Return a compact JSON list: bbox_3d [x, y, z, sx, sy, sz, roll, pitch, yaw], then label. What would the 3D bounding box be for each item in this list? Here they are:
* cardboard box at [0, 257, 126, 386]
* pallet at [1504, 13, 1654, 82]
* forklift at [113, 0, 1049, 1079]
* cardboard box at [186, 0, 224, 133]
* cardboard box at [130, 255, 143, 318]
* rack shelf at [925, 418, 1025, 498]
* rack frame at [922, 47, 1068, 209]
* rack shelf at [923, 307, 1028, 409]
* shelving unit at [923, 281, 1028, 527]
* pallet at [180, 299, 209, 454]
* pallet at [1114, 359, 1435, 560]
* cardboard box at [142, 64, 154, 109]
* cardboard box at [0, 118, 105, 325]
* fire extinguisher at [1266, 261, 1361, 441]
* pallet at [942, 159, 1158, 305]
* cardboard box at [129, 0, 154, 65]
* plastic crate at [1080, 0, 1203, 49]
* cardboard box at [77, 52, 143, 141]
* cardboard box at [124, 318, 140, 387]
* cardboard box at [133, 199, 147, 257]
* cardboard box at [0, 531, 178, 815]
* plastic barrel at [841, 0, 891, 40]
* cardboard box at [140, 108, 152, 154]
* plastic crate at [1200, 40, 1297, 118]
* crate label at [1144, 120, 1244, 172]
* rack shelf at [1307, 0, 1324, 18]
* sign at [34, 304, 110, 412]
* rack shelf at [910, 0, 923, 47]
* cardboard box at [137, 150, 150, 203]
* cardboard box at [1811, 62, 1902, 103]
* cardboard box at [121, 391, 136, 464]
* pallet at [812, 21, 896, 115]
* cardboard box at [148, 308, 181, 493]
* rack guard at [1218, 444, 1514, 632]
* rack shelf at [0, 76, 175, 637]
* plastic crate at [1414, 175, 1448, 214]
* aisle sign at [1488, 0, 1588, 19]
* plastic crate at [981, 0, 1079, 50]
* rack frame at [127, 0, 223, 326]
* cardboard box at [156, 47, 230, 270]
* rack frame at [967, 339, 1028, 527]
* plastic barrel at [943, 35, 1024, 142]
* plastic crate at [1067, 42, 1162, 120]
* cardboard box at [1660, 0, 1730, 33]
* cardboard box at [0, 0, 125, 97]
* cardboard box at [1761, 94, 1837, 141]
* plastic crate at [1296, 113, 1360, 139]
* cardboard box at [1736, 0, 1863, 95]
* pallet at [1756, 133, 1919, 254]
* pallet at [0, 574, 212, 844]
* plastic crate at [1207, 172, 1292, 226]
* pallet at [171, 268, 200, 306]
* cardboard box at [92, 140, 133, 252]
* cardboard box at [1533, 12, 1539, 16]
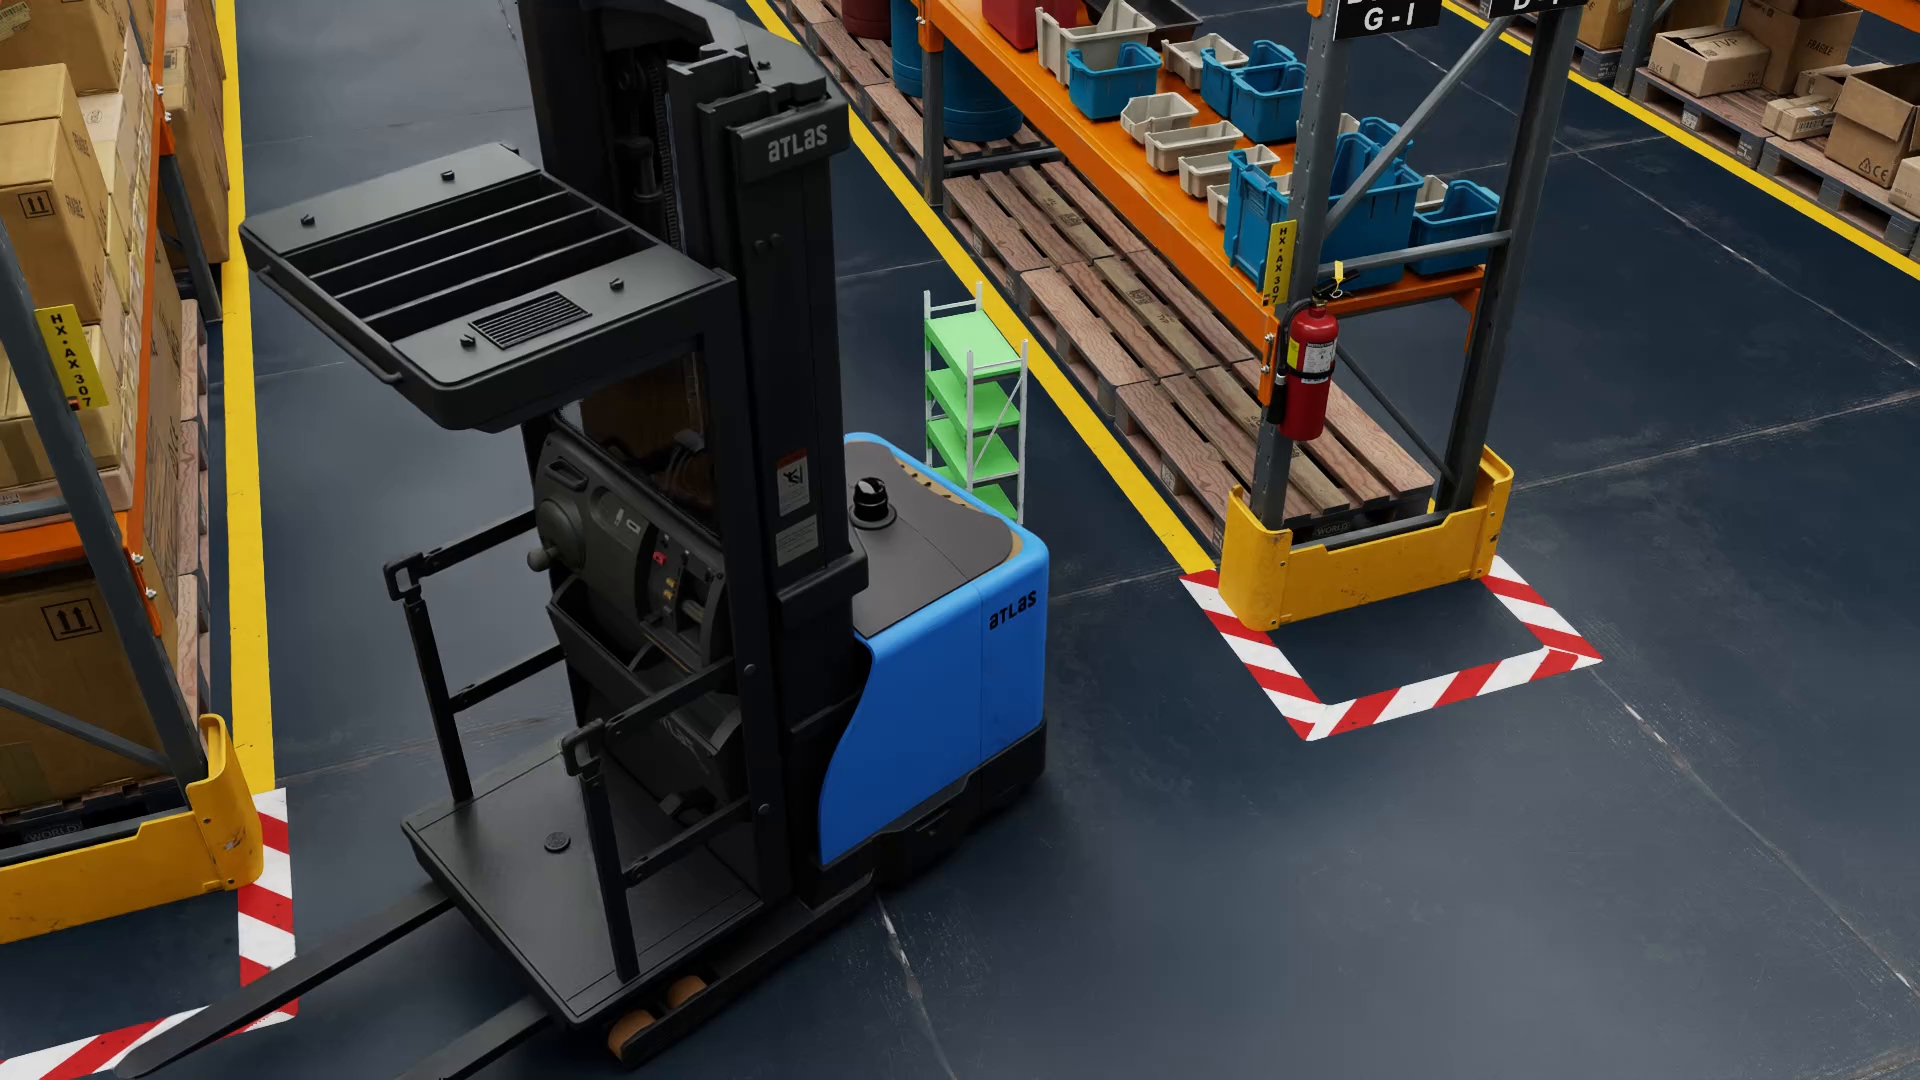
[{"bbox_3d":[-3.098,-0.695,5.557,0.500,0.250,0.500,-13,39,-16],"label":"cardboard box"},{"bbox_3d":[4.610,-3.663,11.938,1.003,0.211,1.213,-12,39,-16],"label":"pallet"},{"bbox_3d":[-1.120,0.083,4.704,3.031,2.935,1.130,-29,46,-33],"label":"forklift"},{"bbox_3d":[-5.236,-2.956,10.098,1.225,0.875,0.875,-12,39,-16],"label":"cardboard box"},{"bbox_3d":[-3.258,-0.911,6.175,0.380,0.149,0.250,-13,39,-16],"label":"cardboard box"},{"bbox_3d":[0.057,-0.335,6.803,0.258,0.148,0.480,-12,39,-16],"label":"rack shelf"},{"bbox_3d":[0.273,-3.302,9.141,1.000,3.000,0.127,-12,39,-16],"label":"rack frame"},{"bbox_3d":[0.057,-0.718,6.515,0.258,0.148,0.480,-12,39,-16],"label":"rack shelf"},{"bbox_3d":[0.057,-0.386,6.765,0.258,1.200,0.503,-12,39,-16],"label":"shelving unit"},{"bbox_3d":[-4.189,-0.717,8.026,1.003,0.211,1.213,-12,39,-16],"label":"pallet"},{"bbox_3d":[1.402,-0.402,7.609,1.003,0.211,1.213,-12,39,-16],"label":"pallet"},{"bbox_3d":[-3.965,-2.072,7.716,0.380,0.149,0.250,-12,39,-16],"label":"cardboard box"},{"bbox_3d":[-3.085,-0.985,5.318,0.500,0.500,0.500,-13,39,-17],"label":"cardboard box"},{"bbox_3d":[1.275,-0.683,6.038,0.296,0.674,0.183,-12,39,-16],"label":"fire extinguisher"},{"bbox_3d":[0.563,-1.781,9.439,1.003,0.211,1.213,-12,39,-16],"label":"pallet"},{"bbox_3d":[-4.301,-2.628,8.163,0.500,0.500,0.500,-12,39,-16],"label":"cardboard box"},{"bbox_3d":[0.911,-2.639,8.440,0.437,0.125,0.590,-12,39,-16],"label":"plastic crate"},{"bbox_3d":[-3.799,-1.849,7.088,0.500,0.250,0.500,-11,38,-15],"label":"cardboard box"},{"bbox_3d":[-3.082,-0.622,5.791,0.380,0.149,0.250,-13,39,-17],"label":"cardboard box"},{"bbox_3d":[-3.436,-1.202,6.561,0.380,0.149,0.250,-12,39,-15],"label":"cardboard box"},{"bbox_3d":[-3.296,0.319,5.750,0.875,0.875,0.875,-12,39,-16],"label":"cardboard box"},{"bbox_3d":[-0.530,-3.855,11.530,0.600,0.588,0.708,-12,39,-16],"label":"plastic barrel"},{"bbox_3d":[-3.788,-1.781,7.331,0.380,0.149,0.250,-13,39,-17],"label":"cardboard box"},{"bbox_3d":[1.317,-2.120,7.661,0.416,0.233,0.300,-12,39,-16],"label":"plastic crate"},{"bbox_3d":[0.994,-1.703,7.187,0.396,0.136,0.243,-12,39,-16],"label":"crate label"},{"bbox_3d":[0.961,-3.083,6.955,1.077,0.370,4.000,-12,39,-16],"label":"rack shelf"},{"bbox_3d":[-2.478,-0.506,4.643,0.100,0.325,0.005,-12,39,-16],"label":"sign"},{"bbox_3d":[-0.415,-4.144,10.857,1.077,0.370,4.000,-12,39,-16],"label":"rack shelf"},{"bbox_3d":[-3.610,-1.490,6.944,0.380,0.149,0.250,-12,39,-15],"label":"cardboard box"},{"bbox_3d":[5.646,-2.740,10.264,0.500,0.311,0.500,-12,39,-16],"label":"cardboard box"},{"bbox_3d":[-2.903,-0.330,5.404,0.380,0.149,0.250,-13,39,-17],"label":"cardboard box"},{"bbox_3d":[-0.377,-3.323,11.486,1.003,0.211,1.213,-12,39,-16],"label":"pallet"},{"bbox_3d":[-3.916,-0.698,7.100,0.875,0.875,0.875,-12,39,-16],"label":"cardboard box"},{"bbox_3d":[1.670,-0.033,6.878,1.175,0.500,0.348,-12,39,-16],"label":"rack guard"},{"bbox_3d":[-3.689,-0.859,6.496,1.077,0.370,4.000,-12,39,-16],"label":"rack shelf"},{"bbox_3d":[1.841,-1.367,6.741,0.250,0.136,0.298,-12,39,-16],"label":"plastic crate"},{"bbox_3d":[1.953,-2.102,5.386,0.394,0.787,0.004,-12,39,-16],"label":"aisle sign"},{"bbox_3d":[0.345,-2.795,8.365,0.402,0.464,0.583,-12,39,-16],"label":"plastic crate"},{"bbox_3d":[-4.377,-2.277,7.779,1.000,3.000,0.127,-12,39,-16],"label":"rack frame"},{"bbox_3d":[-4.616,-1.953,8.767,1.225,0.875,0.875,-12,39,-16],"label":"cardboard box"},{"bbox_3d":[0.141,-0.248,6.582,0.240,1.200,0.015,-12,39,-16],"label":"rack frame"},{"bbox_3d":[0.102,-2.942,10.058,0.600,0.901,0.708,-12,39,-16],"label":"plastic barrel"},{"bbox_3d":[0.702,-2.106,7.643,0.416,0.233,0.300,-12,39,-16],"label":"plastic crate"},{"bbox_3d":[4.988,-3.826,11.549,0.500,0.500,0.500,-14,39,-18],"label":"cardboard box"},{"bbox_3d":[-3.800,-2.147,6.861,0.500,0.500,0.500,-12,39,-15],"label":"cardboard box"},{"bbox_3d":[5.174,-2.601,10.199,0.380,0.166,0.250,-12,39,-16],"label":"cardboard box"},{"bbox_3d":[1.608,-1.750,7.250,0.250,0.136,0.298,-12,39,-16],"label":"plastic crate"},{"bbox_3d":[5.388,-3.240,10.770,0.500,0.500,0.500,-12,39,-16],"label":"cardboard box"},{"bbox_3d":[5.584,-2.133,9.907,1.003,0.211,1.213,-12,39,-16],"label":"pallet"},{"bbox_3d":[-3.349,0.661,6.196,1.003,0.211,1.213,-12,39,-16],"label":"pallet"},{"bbox_3d":[1.199,-1.384,6.764,0.396,0.136,0.243,-12,39,-16],"label":"plastic crate"},{"bbox_3d":[-4.714,-1.583,9.176,1.003,0.211,1.213,-12,39,-16],"label":"pallet"},{"bbox_3d":[-3.452,-1.273,6.325,0.500,0.250,0.500,-13,39,-17],"label":"cardboard box"},{"bbox_3d":[4.324,-4.003,11.783,0.500,0.500,0.500,-12,39,-16],"label":"cardboard box"}]
